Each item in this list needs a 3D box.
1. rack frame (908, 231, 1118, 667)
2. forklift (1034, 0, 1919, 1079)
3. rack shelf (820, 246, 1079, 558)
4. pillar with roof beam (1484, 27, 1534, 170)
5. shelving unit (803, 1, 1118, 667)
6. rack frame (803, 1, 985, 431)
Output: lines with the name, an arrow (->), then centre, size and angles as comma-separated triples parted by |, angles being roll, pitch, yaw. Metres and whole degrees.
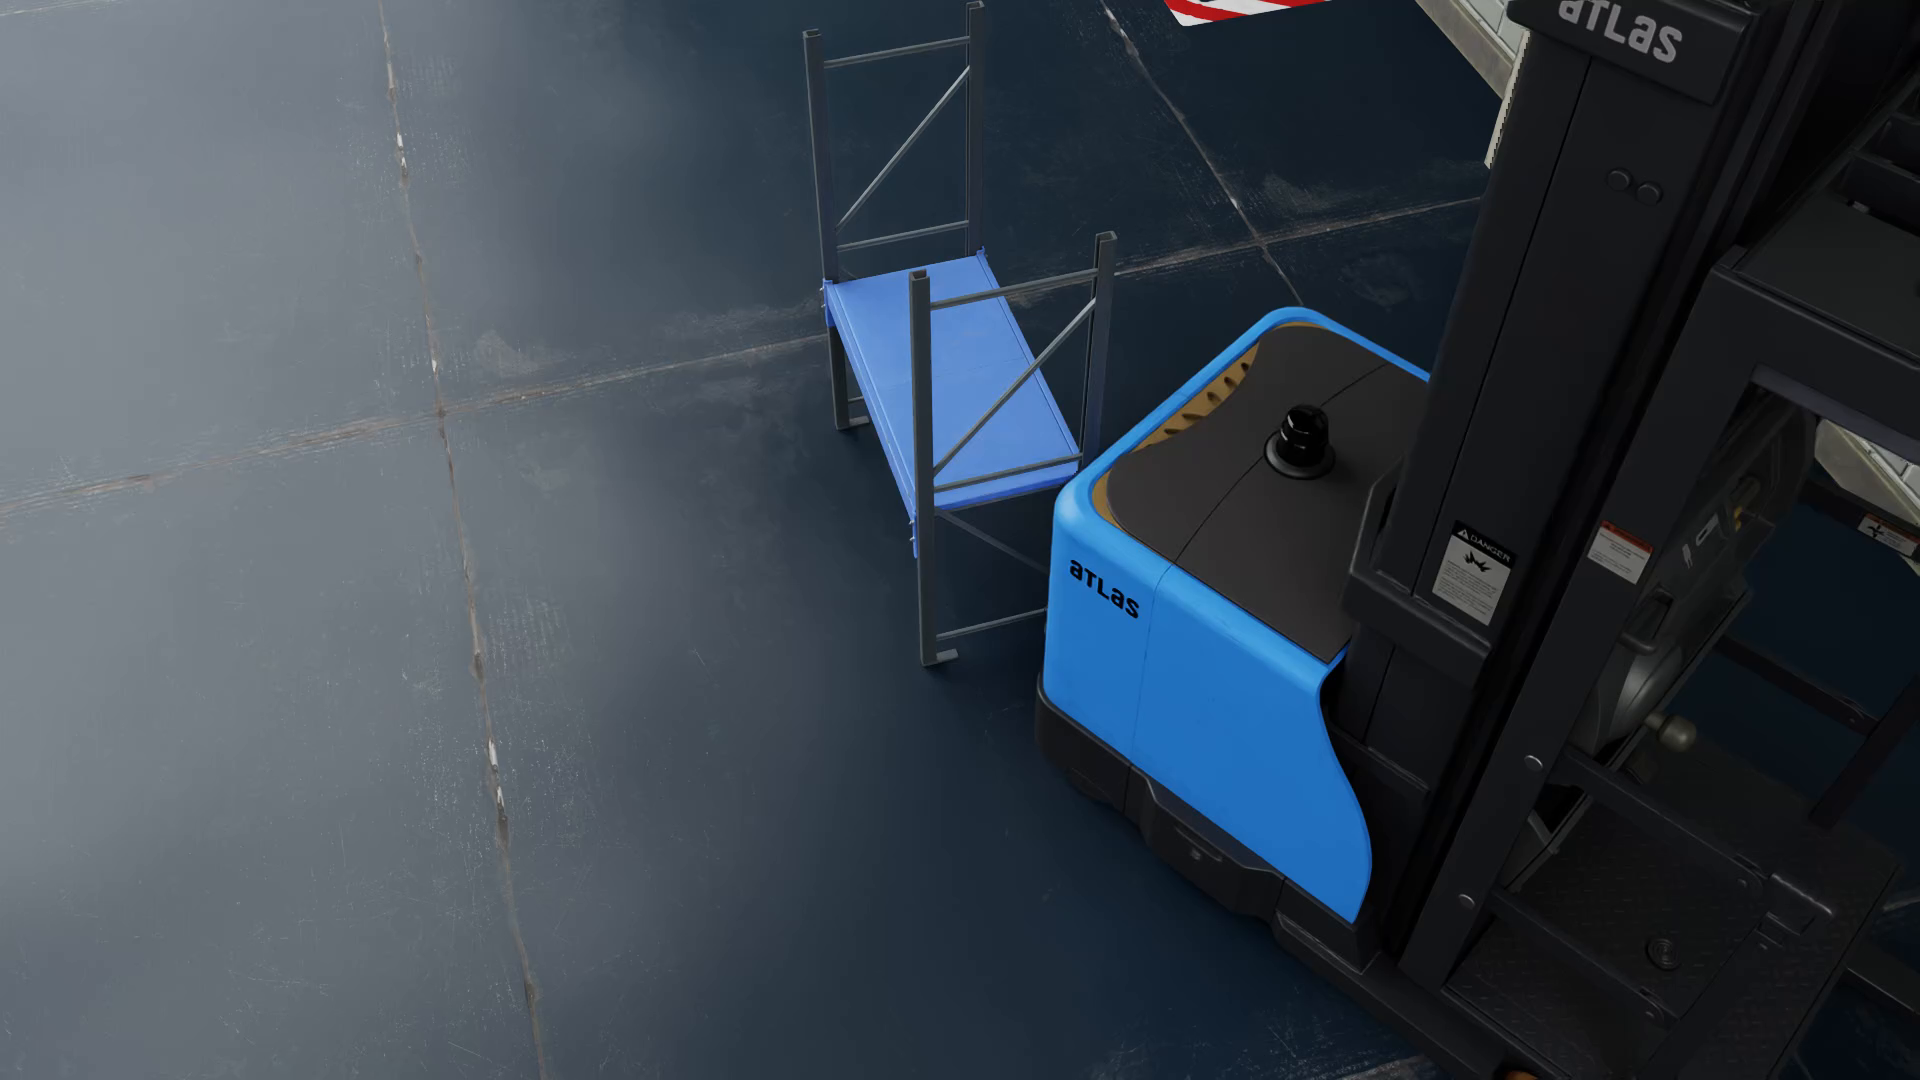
rack frame -> 0.125, -0.174, 4.416 | 0.500, 1.500, 0.032 | -13, 51, -11
forklift -> 1.636, 0.139, 3.216 | 3.031, 2.935, 1.130 | 35, 58, 26
rack shelf -> -0.025, -0.430, 4.867 | 0.538, 0.185, 1.000 | -13, 51, -11
pillar with roof beam -> -1.862, -3.296, 2.143 | 9.100, 9.000, 0.400 | -13, 51, -11
shelving unit -> -0.025, -0.546, 4.729 | 0.538, 1.500, 1.048 | -13, 51, -11
rack frame -> -0.176, -0.917, 5.042 | 0.500, 1.500, 0.032 | -13, 51, -11
